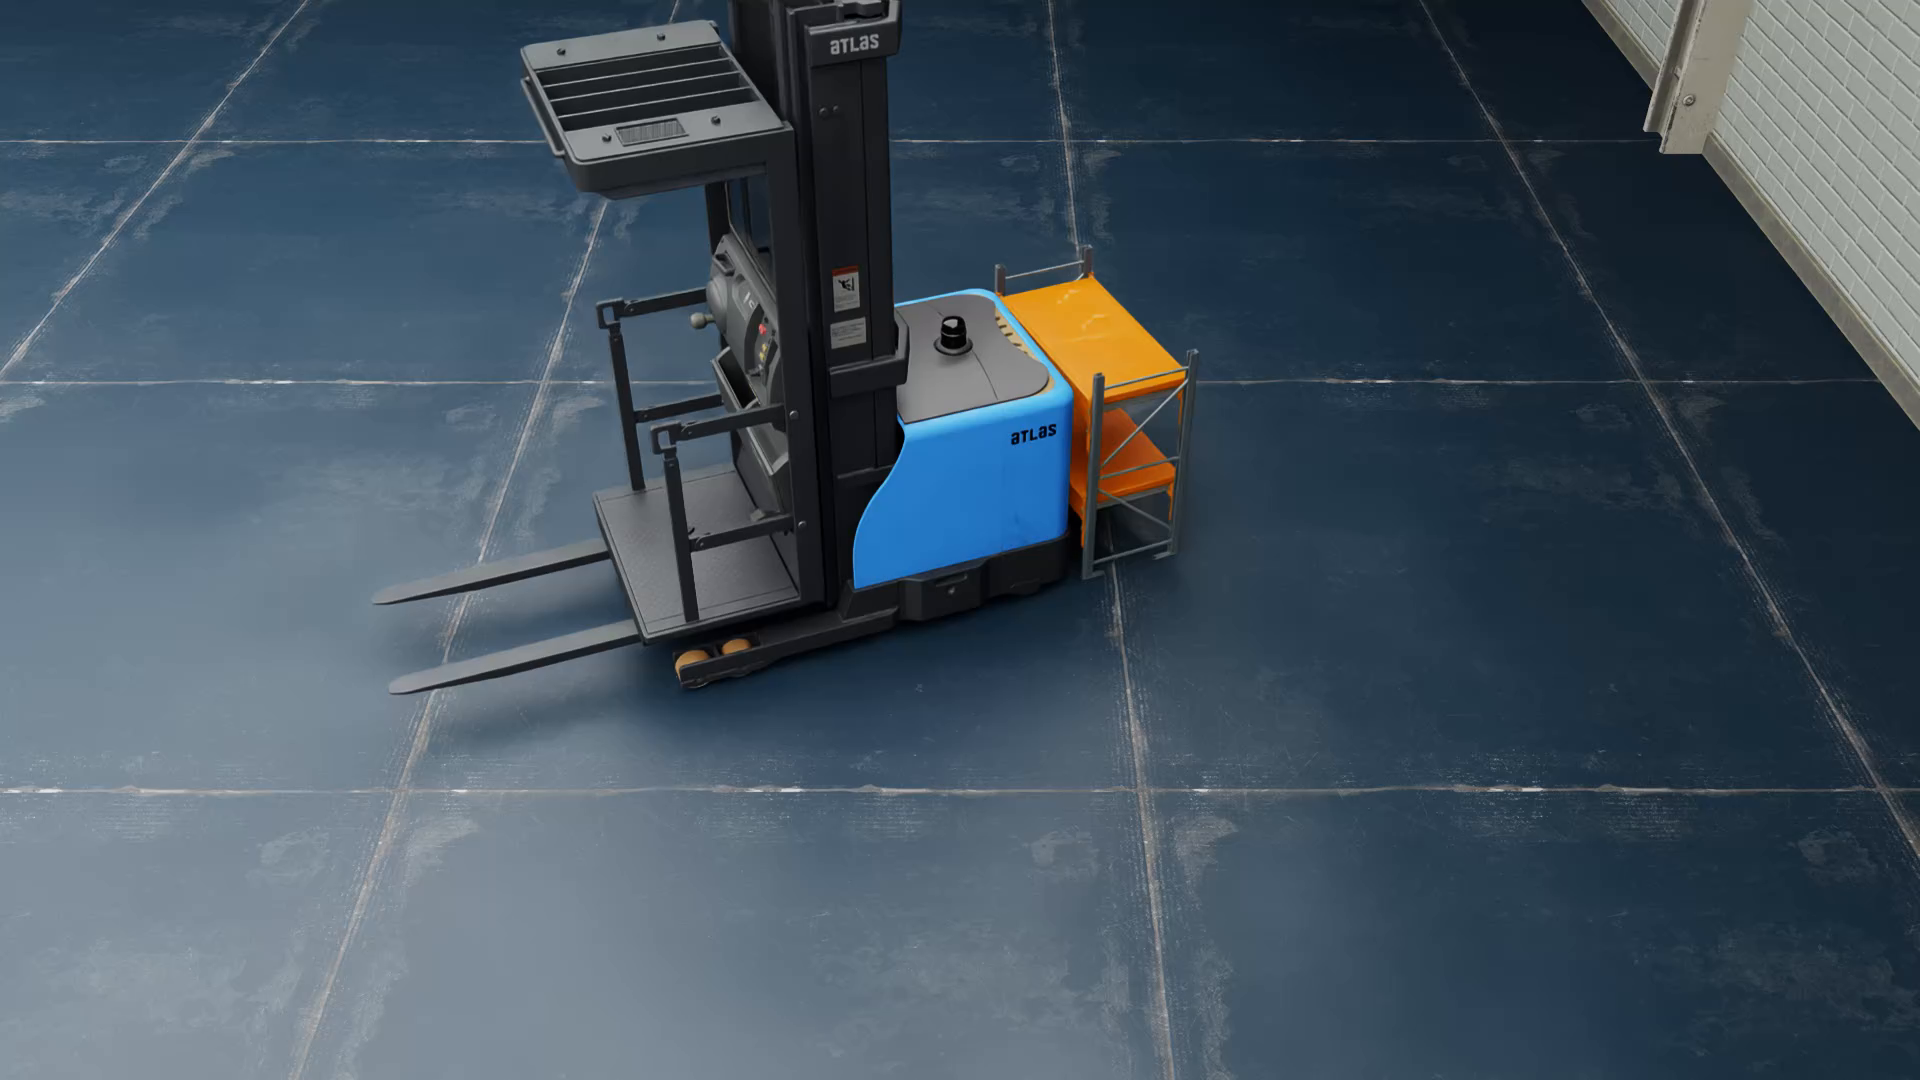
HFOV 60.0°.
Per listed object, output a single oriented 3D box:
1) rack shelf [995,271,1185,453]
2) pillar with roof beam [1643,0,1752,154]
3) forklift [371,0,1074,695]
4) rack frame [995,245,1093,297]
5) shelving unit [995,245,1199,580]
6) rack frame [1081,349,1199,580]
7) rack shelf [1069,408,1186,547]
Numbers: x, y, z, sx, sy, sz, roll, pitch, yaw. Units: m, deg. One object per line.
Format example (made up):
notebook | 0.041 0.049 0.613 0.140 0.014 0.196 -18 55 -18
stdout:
rack shelf | 0.601 -0.841 7.678 0.538 0.278 1.000 -15 41 -18
pillar with roof beam | 0.600 -6.250 8.599 9.100 9.000 0.400 0 39 0
forklift | -1.066 -0.879 6.749 3.031 2.935 1.130 -14 41 -17
rack frame | 0.400 -0.905 8.225 0.500 1.125 0.032 -15 41 -18
shelving unit | 0.601 -0.613 7.861 0.538 1.125 1.048 -15 41 -18
rack frame | 0.802 -0.321 7.497 0.500 1.125 0.032 -15 41 -18
rack shelf | 0.601 -0.422 8.014 0.538 0.278 1.000 -15 41 -18
